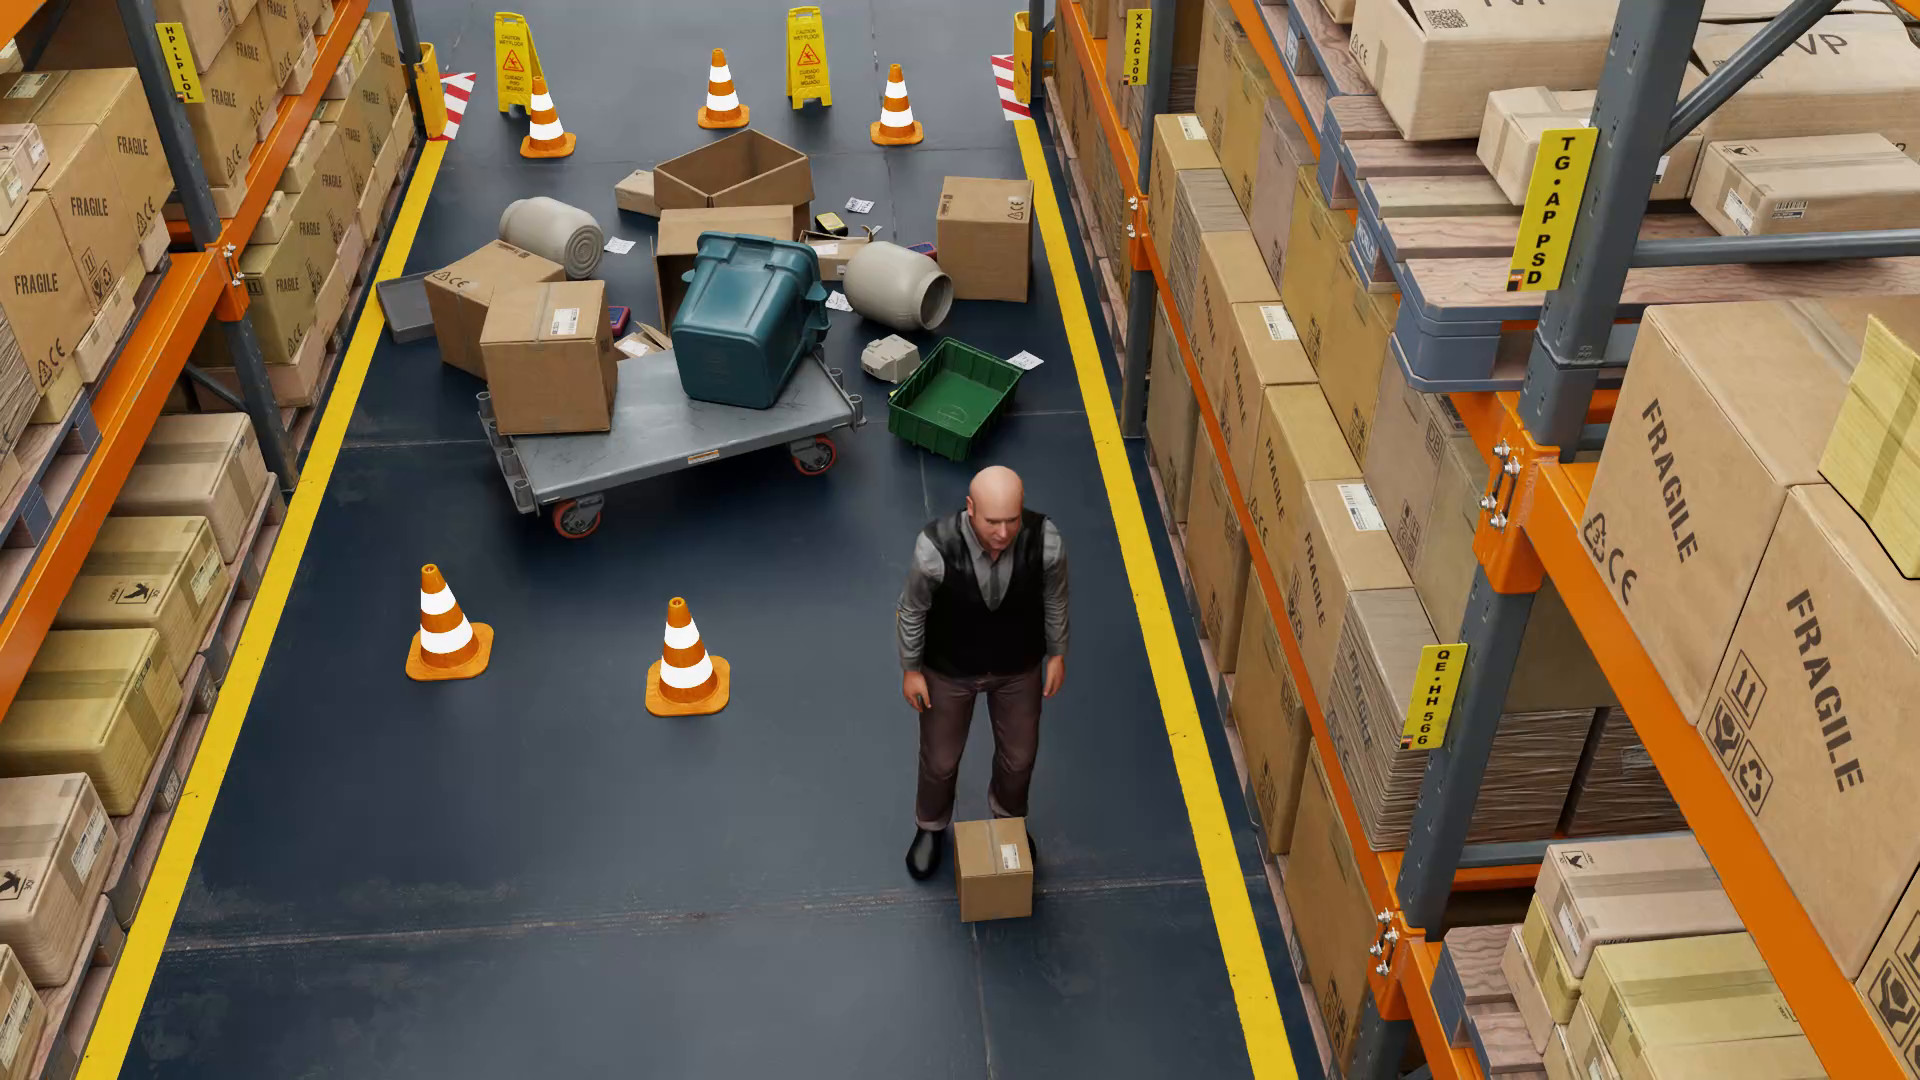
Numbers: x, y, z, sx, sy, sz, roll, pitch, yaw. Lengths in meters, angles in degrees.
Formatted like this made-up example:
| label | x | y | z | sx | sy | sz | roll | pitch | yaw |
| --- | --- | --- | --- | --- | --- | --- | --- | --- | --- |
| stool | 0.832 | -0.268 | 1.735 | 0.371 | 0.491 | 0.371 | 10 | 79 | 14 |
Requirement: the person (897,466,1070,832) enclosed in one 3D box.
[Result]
| label | x | y | z | sx | sy | sz | roll | pitch | yaw |
| --- | --- | --- | --- | --- | --- | --- | --- | --- | --- |
| person | 0.080 | 0.433 | 5.673 | 0.583 | 1.562 | 0.412 | -5 | 39 | -7 |
